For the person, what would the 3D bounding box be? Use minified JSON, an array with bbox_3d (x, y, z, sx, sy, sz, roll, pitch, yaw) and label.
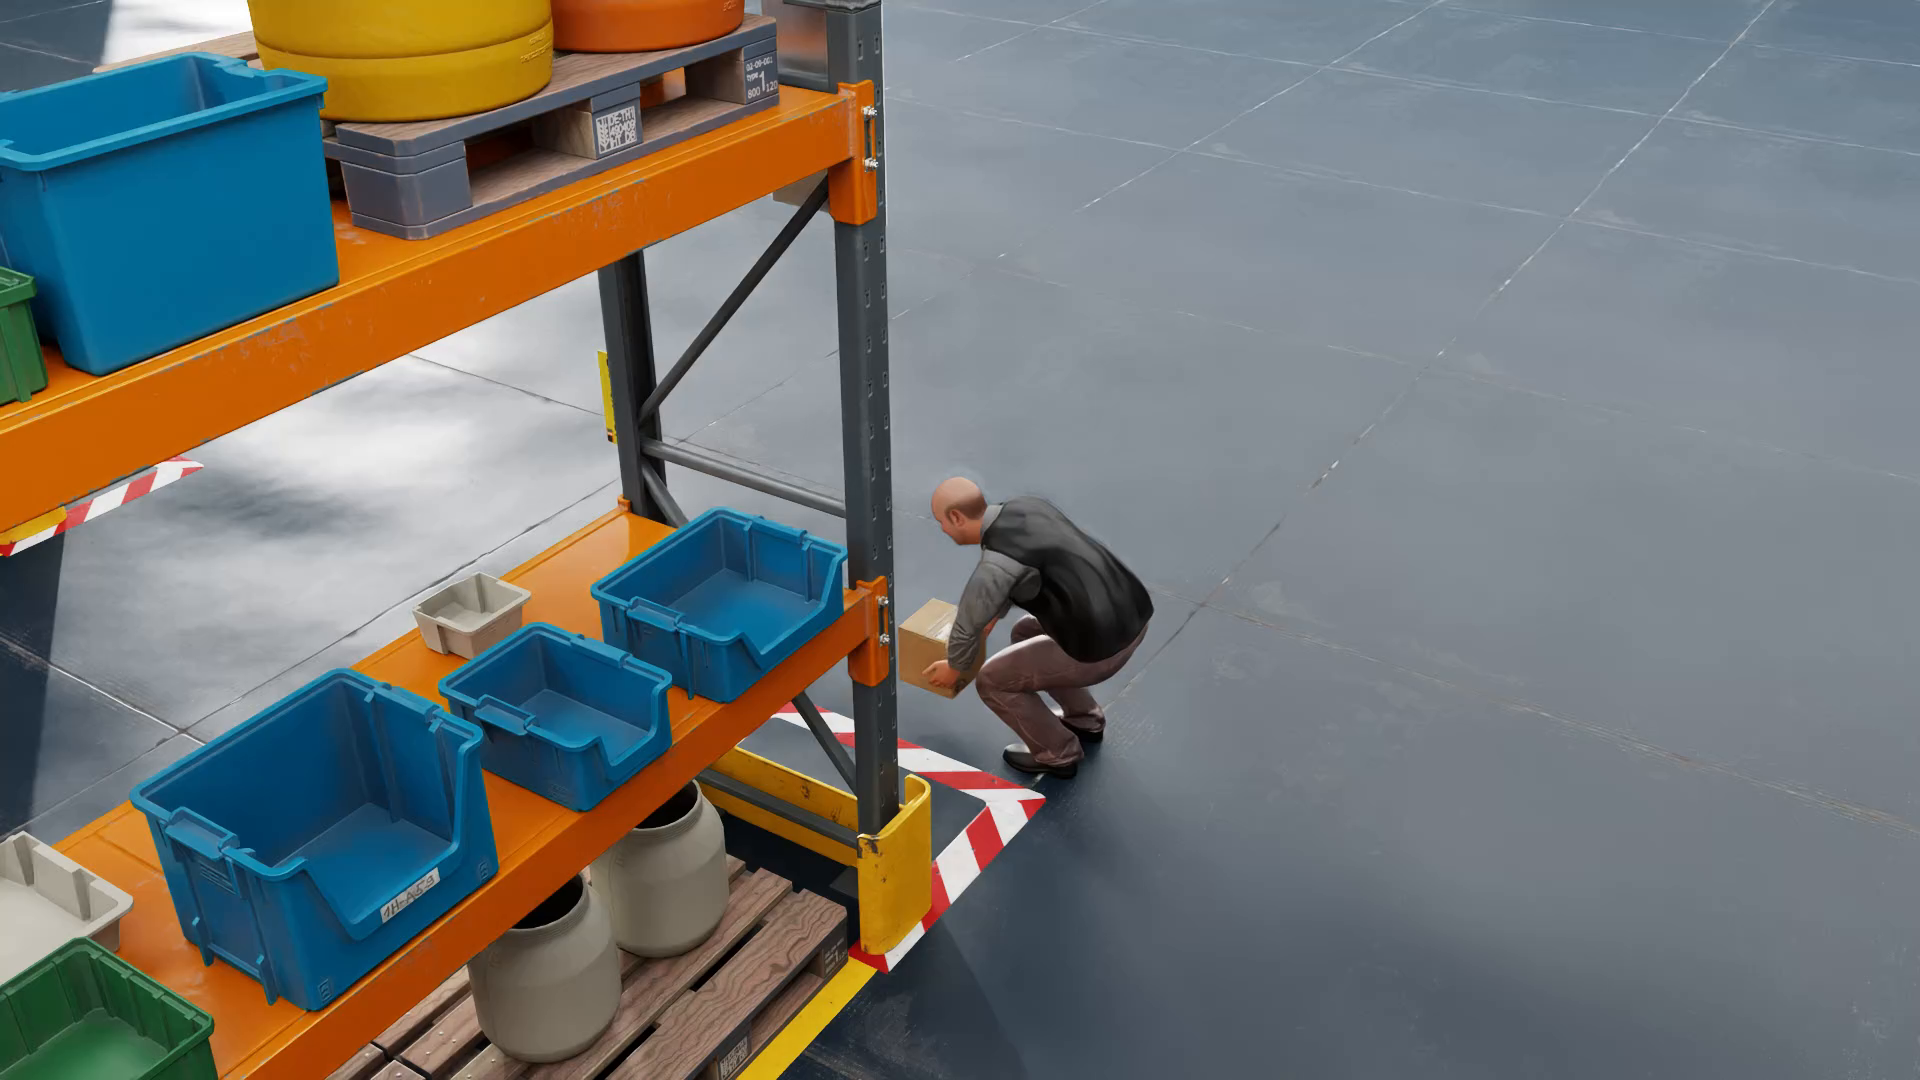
[{"bbox_3d":[0.281,0.329,6.193,0.819,1.119,0.565,13,33,22],"label":"person"}]
